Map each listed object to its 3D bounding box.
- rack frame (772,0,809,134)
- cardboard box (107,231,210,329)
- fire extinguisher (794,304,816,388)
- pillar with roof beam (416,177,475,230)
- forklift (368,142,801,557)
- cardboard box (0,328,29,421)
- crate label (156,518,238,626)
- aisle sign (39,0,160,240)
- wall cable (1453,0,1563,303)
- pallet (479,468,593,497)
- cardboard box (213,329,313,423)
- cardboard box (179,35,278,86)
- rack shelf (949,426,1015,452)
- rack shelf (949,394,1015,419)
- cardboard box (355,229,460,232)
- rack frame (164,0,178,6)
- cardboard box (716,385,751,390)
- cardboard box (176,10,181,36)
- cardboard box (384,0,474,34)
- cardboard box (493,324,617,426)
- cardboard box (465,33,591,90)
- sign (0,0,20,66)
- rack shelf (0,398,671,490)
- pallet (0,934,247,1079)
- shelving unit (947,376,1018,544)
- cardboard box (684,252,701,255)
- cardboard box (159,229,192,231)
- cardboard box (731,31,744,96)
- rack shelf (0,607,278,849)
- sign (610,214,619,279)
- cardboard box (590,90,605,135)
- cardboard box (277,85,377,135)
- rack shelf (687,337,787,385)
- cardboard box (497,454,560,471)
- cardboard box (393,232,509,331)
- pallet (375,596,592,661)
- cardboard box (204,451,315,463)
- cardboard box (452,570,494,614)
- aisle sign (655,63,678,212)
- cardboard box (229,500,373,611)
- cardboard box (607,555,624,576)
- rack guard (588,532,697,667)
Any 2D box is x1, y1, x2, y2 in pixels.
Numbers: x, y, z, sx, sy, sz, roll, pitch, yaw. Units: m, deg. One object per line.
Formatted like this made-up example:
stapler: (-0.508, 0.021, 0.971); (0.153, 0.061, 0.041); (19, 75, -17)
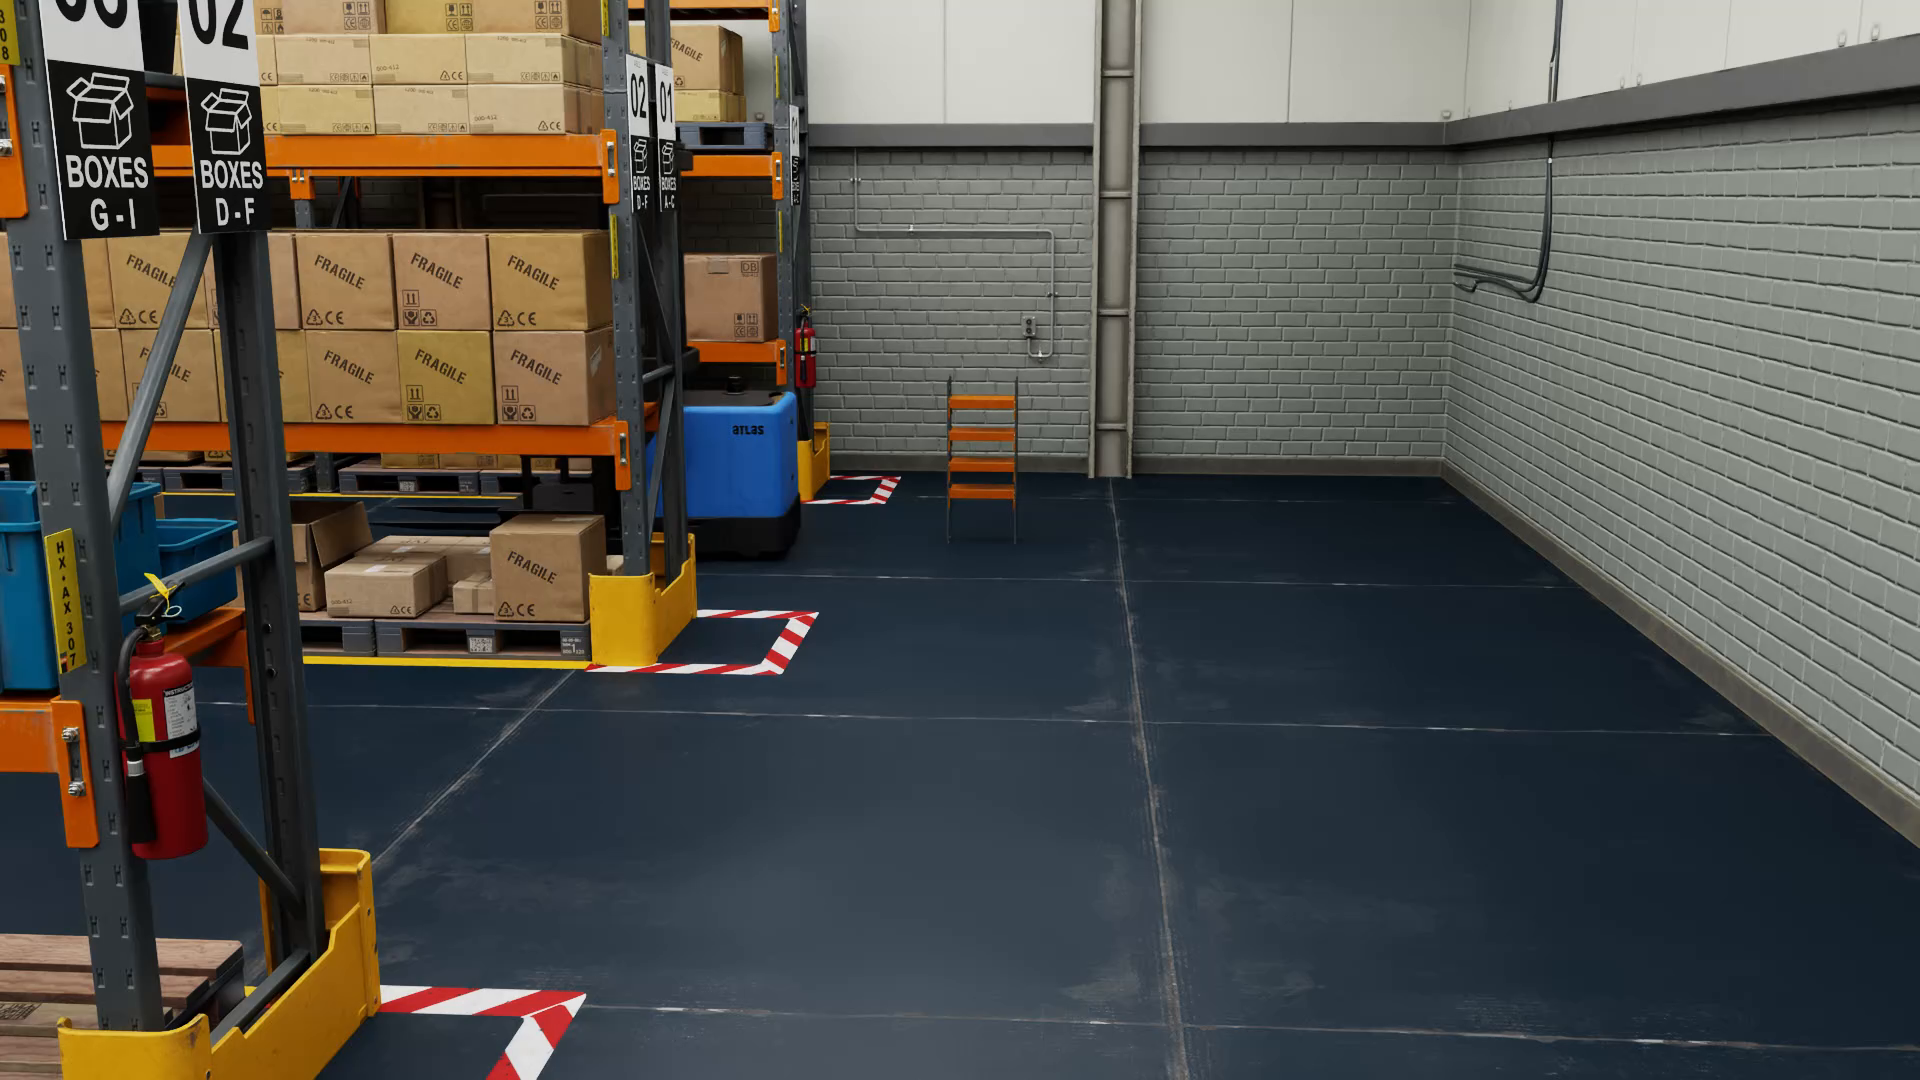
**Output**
rack frame: (-1.394, -4.851, 13.479); (0.127, 3.000, 1.000); (1, 12, 4)
cardboard box: (-4.233, -1.417, 9.031); (0.500, 0.500, 0.500); (0, 12, 2)
fire extinguisher: (-1.274, -1.598, 13.679); (0.183, 0.674, 0.296); (1, 12, 4)
pillar with roof beam: (-4.916, -4.193, 10.335); (0.400, 9.000, 9.100); (1, 12, 4)
forklift: (-2.718, -1.399, 11.797); (3.031, 2.935, 1.130); (0, 12, 1)
cardboard box: (-5.222, -0.943, 9.207); (0.500, 0.500, 0.500); (1, 12, 5)
crate label: (-2.280, 0.092, 4.767); (0.303, 0.233, 0.416); (1, 12, 4)
aisle sign: (-2.004, -1.102, 3.861); (0.004, 0.787, 0.394); (1, 12, 4)
wall cable: (4.225, -3.180, 13.078); (0.112, 2.526, 3.097); (1, 12, 4)
pallet: (-3.411, -0.562, 14.437); (1.213, 0.211, 1.003); (1, 12, 4)
cardboard box: (-3.704, -0.923, 9.110); (0.500, 0.500, 0.500); (1, 12, 3)
cardboard box: (-3.748, -2.517, 8.792); (0.500, 0.250, 0.500); (1, 12, 4)
rack shelf: (0.165, -0.738, 12.102); (0.480, 0.148, 0.258); (1, 12, 4)
rack shelf: (0.165, -0.970, 12.054); (0.480, 0.148, 0.258); (1, 12, 4)
cardboard box: (-3.167, -1.514, 9.493); (0.500, 0.500, 0.500); (1, 12, 5)
rack frame: (-2.056, -2.827, 3.804); (0.127, 3.000, 1.000); (1, 12, 4)
cardboard box: (-1.961, -1.242, 14.375); (0.250, 0.149, 0.380); (1, 12, 4)
cardboard box: (-4.236, -2.923, 8.905); (0.500, 0.500, 0.700); (1, 12, 4)
cardboard box: (-2.728, -2.937, 8.968); (0.500, 0.500, 0.700); (1, 12, 4)
cardboard box: (-2.186, -0.902, 9.008); (0.500, 0.500, 0.500); (1, 12, 5)
cardboard box: (-2.251, -2.497, 8.697); (0.500, 0.250, 0.500); (1, 12, 4)
sign: (-2.077, -1.195, 3.583); (0.005, 0.325, 0.100); (1, 12, 4)
rack shelf: (-3.717, -0.577, 9.460); (4.000, 0.370, 1.077); (1, 12, 4)
pallet: (-2.876, 1.455, 4.795); (1.213, 0.211, 1.003); (1, 12, 4)
shelving unit: (0.165, -0.585, 12.134); (0.503, 1.200, 0.258); (1, 12, 4)
cardboard box: (-2.630, -2.074, 14.123); (0.700, 0.700, 0.980); (1, 12, 3)
cardboard box: (-4.679, -1.535, 9.593); (0.500, 0.500, 0.500); (1, 12, 3)
cardboard box: (-2.106, -3.990, 13.955); (0.500, 0.500, 0.500); (0, 12, 2)
rack shelf: (-4.052, 0.434, 4.622); (4.000, 0.370, 1.077); (1, 12, 4)
sign: (-1.778, -1.511, 8.564); (0.005, 0.325, 0.100); (1, 12, 4)
cardboard box: (-2.217, -2.356, 9.245); (0.500, 0.250, 0.500); (1, 12, 4)
cardboard box: (-3.249, -2.263, 8.803); (0.500, 0.250, 0.500); (1, 12, 4)
rack shelf: (-3.389, -1.590, 14.298); (4.000, 0.370, 1.077); (1, 12, 4)
cardboard box: (-3.633, -0.905, 14.347); (0.500, 0.500, 0.700); (1, 12, 5)
cardboard box: (-2.688, -1.397, 8.935); (0.500, 0.500, 0.500); (1, 12, 5)
pallet: (-2.593, 0.451, 9.597); (1.213, 0.211, 1.003); (1, 12, 4)
cardboard box: (-6.042, -1.105, 14.448); (0.750, 0.750, 0.750); (1, 12, 4)
cardboard box: (-2.678, 0.288, 9.410); (0.250, 0.166, 0.380); (1, 12, 4)
aisle sign: (-1.634, -2.234, 9.271); (0.004, 0.787, 0.394); (1, 12, 4)
cardboard box: (-3.837, 0.074, 9.610); (0.637, 0.503, 0.797); (1, 12, 4)
cardboard box: (-2.116, 0.202, 9.865); (0.250, 0.149, 0.380); (1, 12, 4)
rack guard: (-1.797, 0.320, 9.516); (0.348, 0.500, 1.175); (1, 12, 4)
